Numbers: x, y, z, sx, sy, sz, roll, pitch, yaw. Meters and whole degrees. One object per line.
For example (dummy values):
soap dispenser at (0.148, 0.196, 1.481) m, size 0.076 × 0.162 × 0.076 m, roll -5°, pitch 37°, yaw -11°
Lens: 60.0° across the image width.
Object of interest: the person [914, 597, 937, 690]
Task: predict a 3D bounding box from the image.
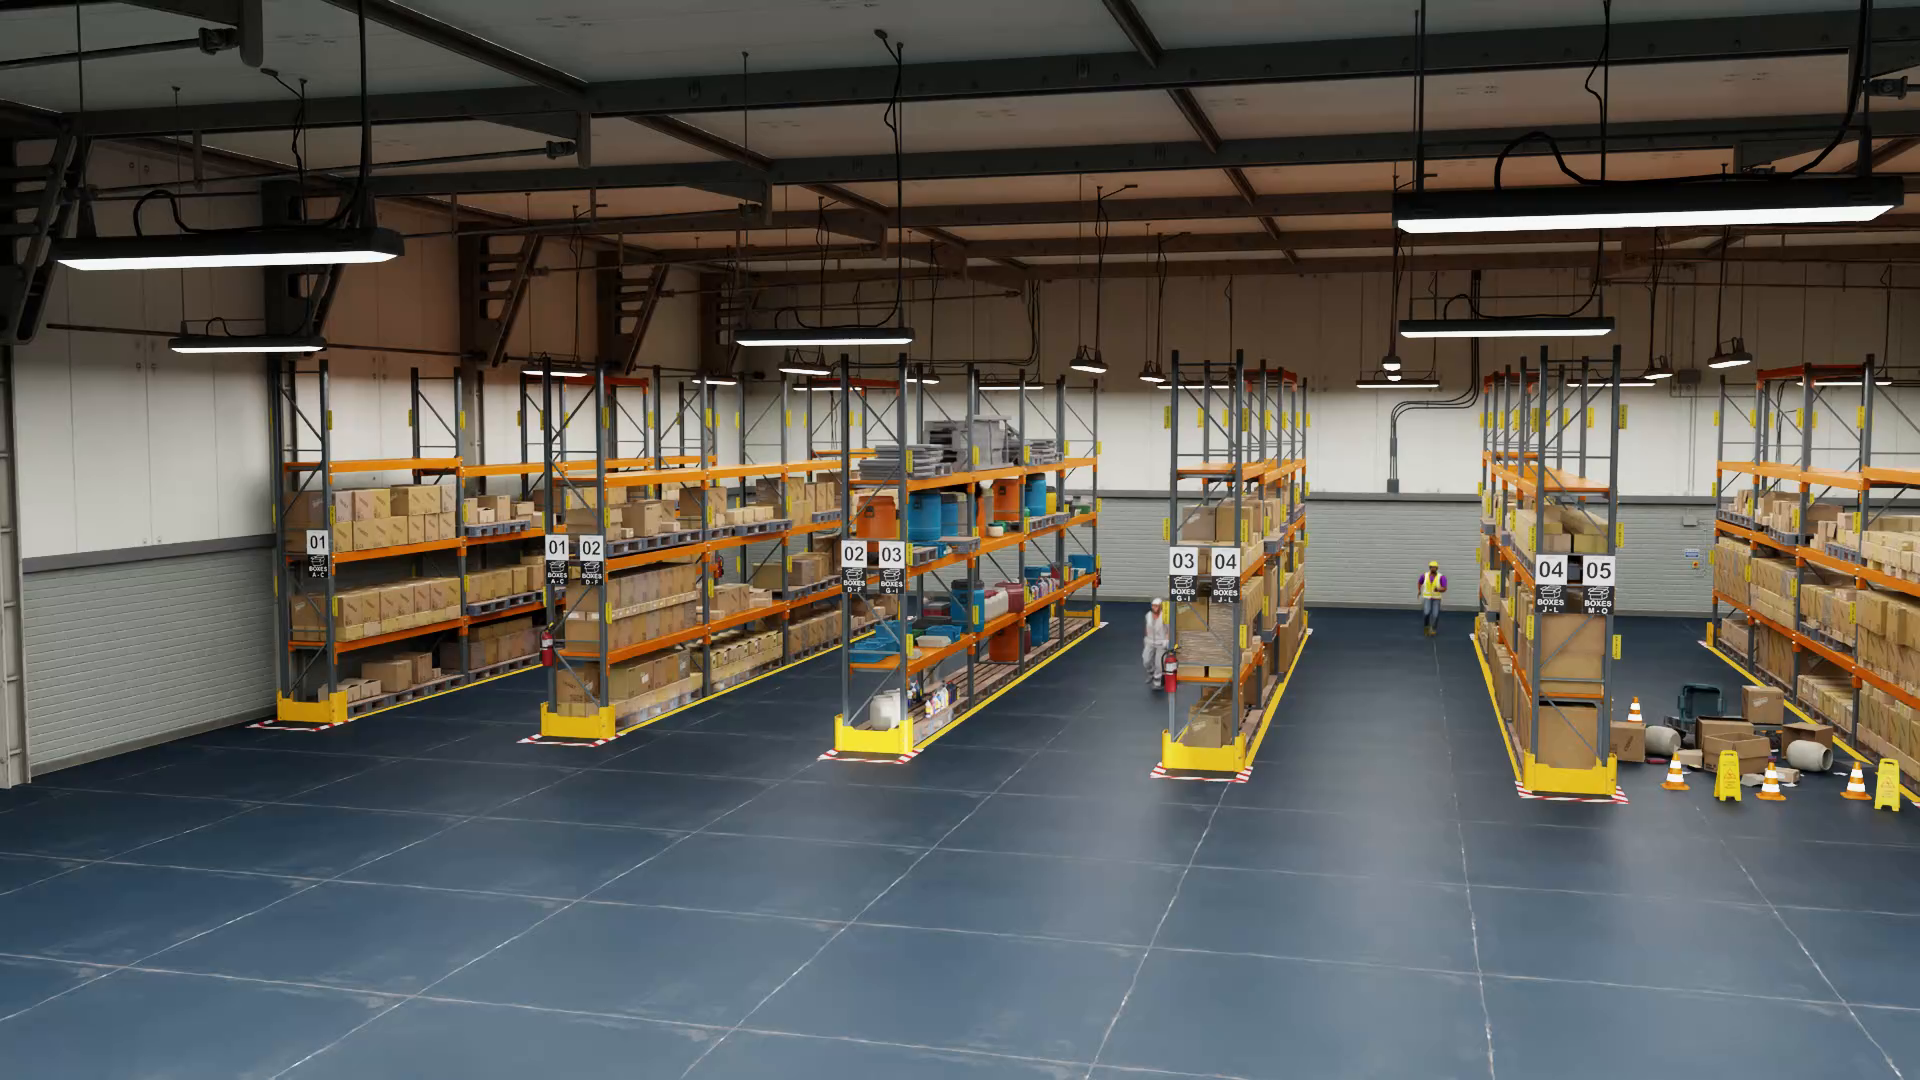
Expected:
person at (-0.657, 1.929, 30.737) m, size 0.518 × 1.762 × 0.790 m, roll 0°, pitch 4°, yaw -4°

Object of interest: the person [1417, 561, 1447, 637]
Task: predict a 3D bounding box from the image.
person at (10.876, 1.366, 38.329) m, size 0.667 × 1.754 × 0.677 m, roll 1°, pitch 4°, yaw 17°

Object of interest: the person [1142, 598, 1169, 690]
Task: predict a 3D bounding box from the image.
person at (3.604, 1.922, 30.661) m, size 0.693 × 1.735 × 0.758 m, roll 2°, pitch 5°, yaw 26°
